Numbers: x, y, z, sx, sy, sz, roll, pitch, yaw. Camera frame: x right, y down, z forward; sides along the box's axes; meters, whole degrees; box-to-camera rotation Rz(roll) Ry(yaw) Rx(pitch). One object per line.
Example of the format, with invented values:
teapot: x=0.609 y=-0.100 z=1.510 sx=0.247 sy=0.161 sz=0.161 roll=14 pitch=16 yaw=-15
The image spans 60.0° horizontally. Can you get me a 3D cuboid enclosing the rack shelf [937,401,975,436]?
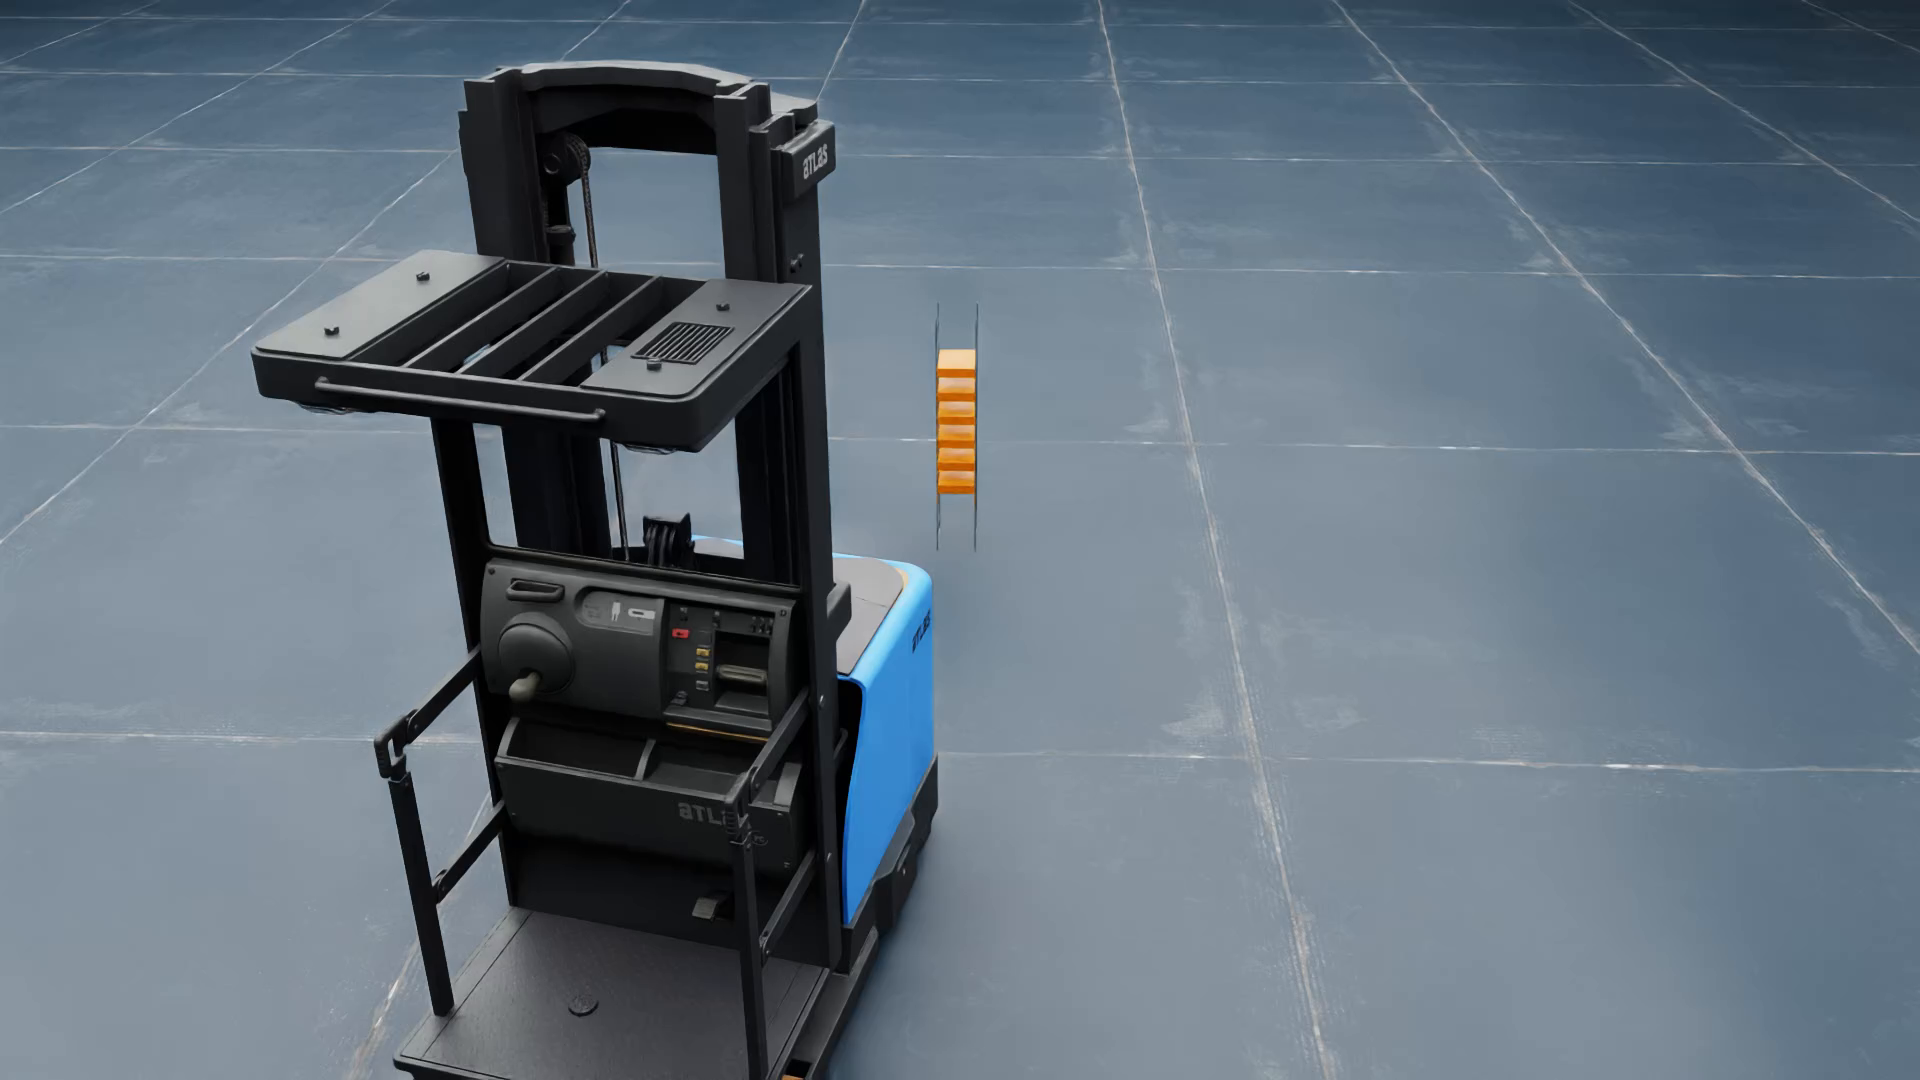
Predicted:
rack shelf: x=-0.014 y=-0.597 z=7.934 sx=0.180 sy=0.103 sz=0.258 roll=1 pitch=28 yaw=2

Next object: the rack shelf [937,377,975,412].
rack shelf: x=-0.014 y=-0.703 z=7.878 sx=0.180 sy=0.103 sz=0.258 roll=1 pitch=28 yaw=2

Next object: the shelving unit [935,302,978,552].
shelving unit: x=-0.014 y=-0.530 z=7.969 sx=0.189 sy=1.200 sz=0.258 roll=1 pitch=28 yaw=2

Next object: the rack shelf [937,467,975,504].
rack shelf: x=-0.014 y=-0.279 z=8.103 sx=0.180 sy=0.103 sz=0.258 roll=1 pitch=28 yaw=2

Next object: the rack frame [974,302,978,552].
rack frame: x=0.077 y=-0.529 z=7.967 sx=0.006 sy=1.200 sz=0.240 roll=1 pitch=28 yaw=2

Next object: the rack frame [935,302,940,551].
rack frame: x=-0.106 y=-0.532 z=7.972 sx=0.006 sy=1.200 sz=0.240 roll=1 pitch=28 yaw=2

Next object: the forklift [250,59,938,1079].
forklift: x=-0.967 y=0.344 z=4.472 sx=1.130 sy=2.935 sz=3.031 roll=7 pitch=29 yaw=14

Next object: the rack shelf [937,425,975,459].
rack shelf: x=-0.014 y=-0.491 z=7.990 sx=0.180 sy=0.103 sz=0.258 roll=1 pitch=28 yaw=2

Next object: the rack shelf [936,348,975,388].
rack shelf: x=-0.014 y=-0.809 z=7.822 sx=0.180 sy=0.103 sz=0.258 roll=1 pitch=28 yaw=2

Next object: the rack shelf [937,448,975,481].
rack shelf: x=-0.014 y=-0.385 z=8.046 sx=0.180 sy=0.103 sz=0.258 roll=1 pitch=28 yaw=2
